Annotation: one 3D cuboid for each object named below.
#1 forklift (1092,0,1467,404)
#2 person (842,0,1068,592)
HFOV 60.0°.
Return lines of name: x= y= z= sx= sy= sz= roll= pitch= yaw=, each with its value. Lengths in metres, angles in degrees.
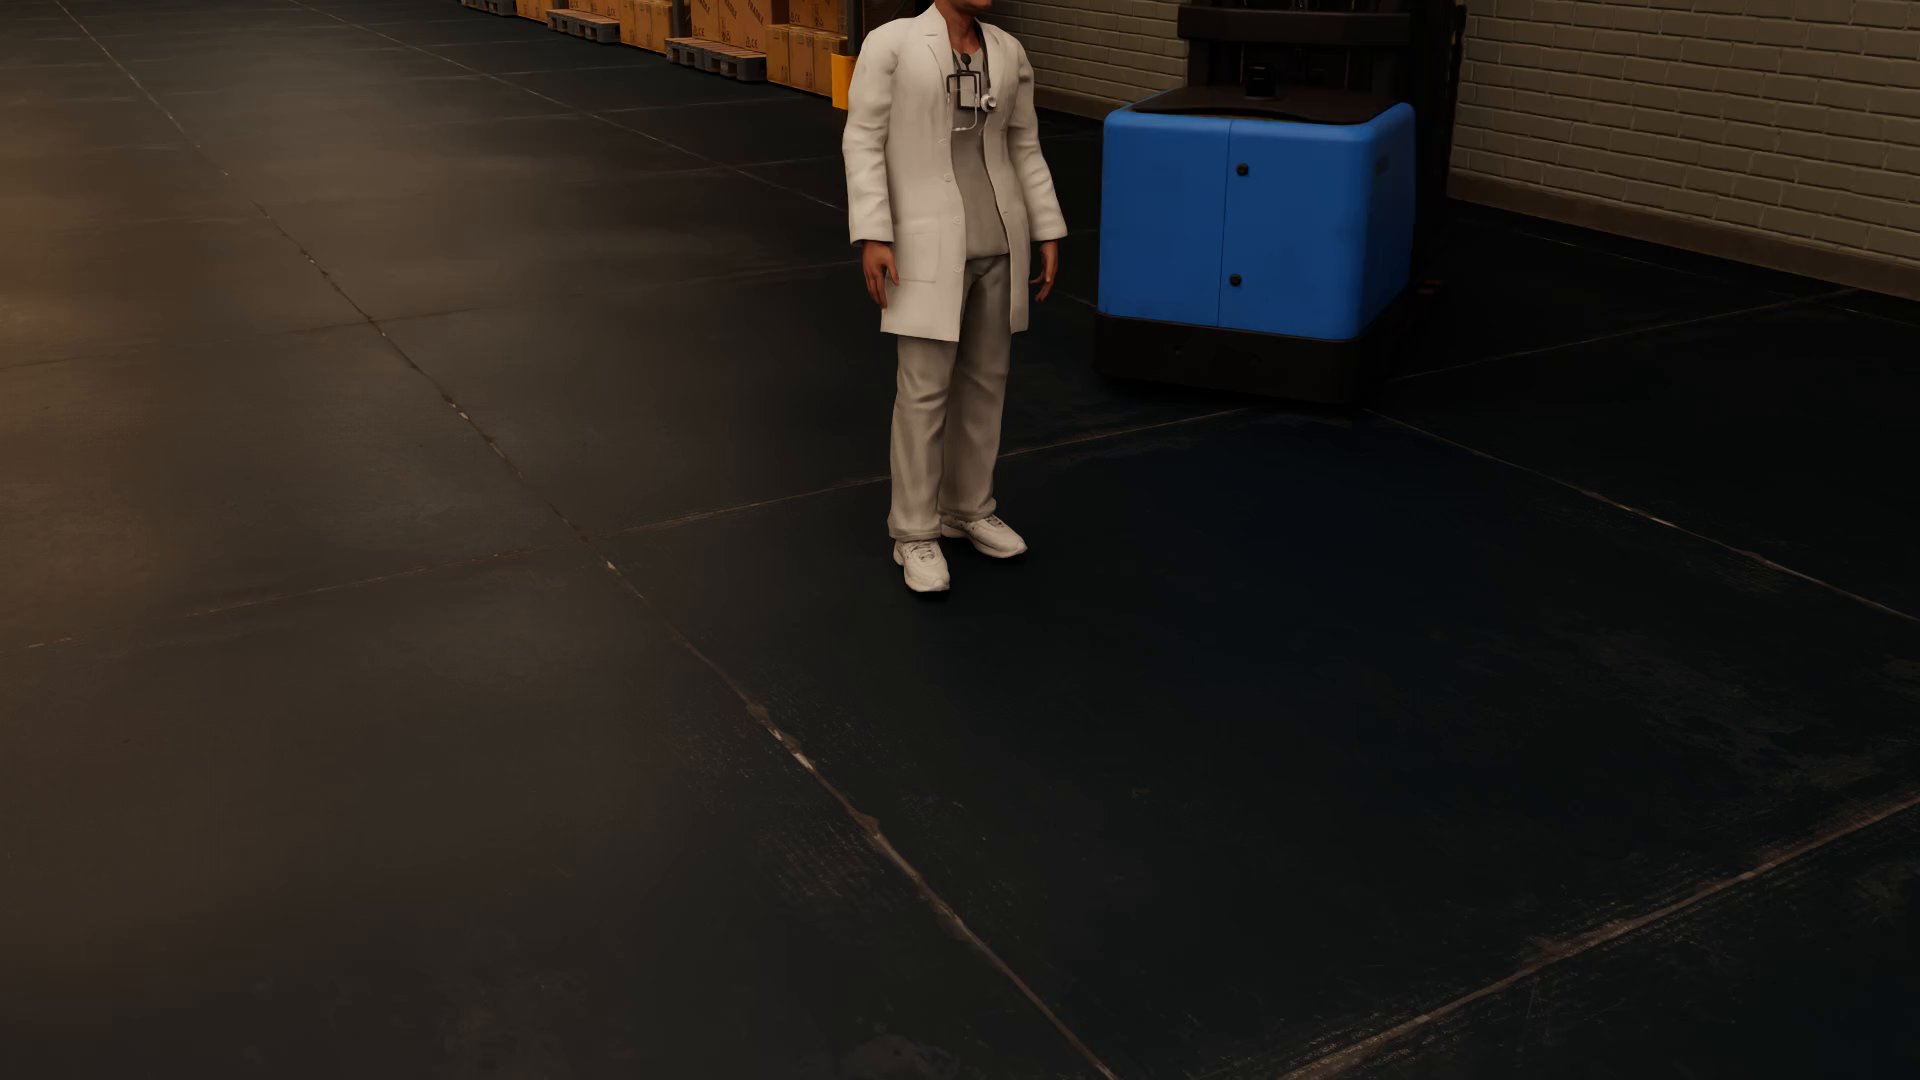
forklift: x=1.603 y=-2.387 z=7.090 sx=1.130 sy=2.935 sz=3.031 roll=10 pitch=24 yaw=23
person: x=0.041 y=-0.799 z=4.720 sx=0.696 sy=1.776 sz=0.581 roll=-12 pitch=25 yaw=-28
